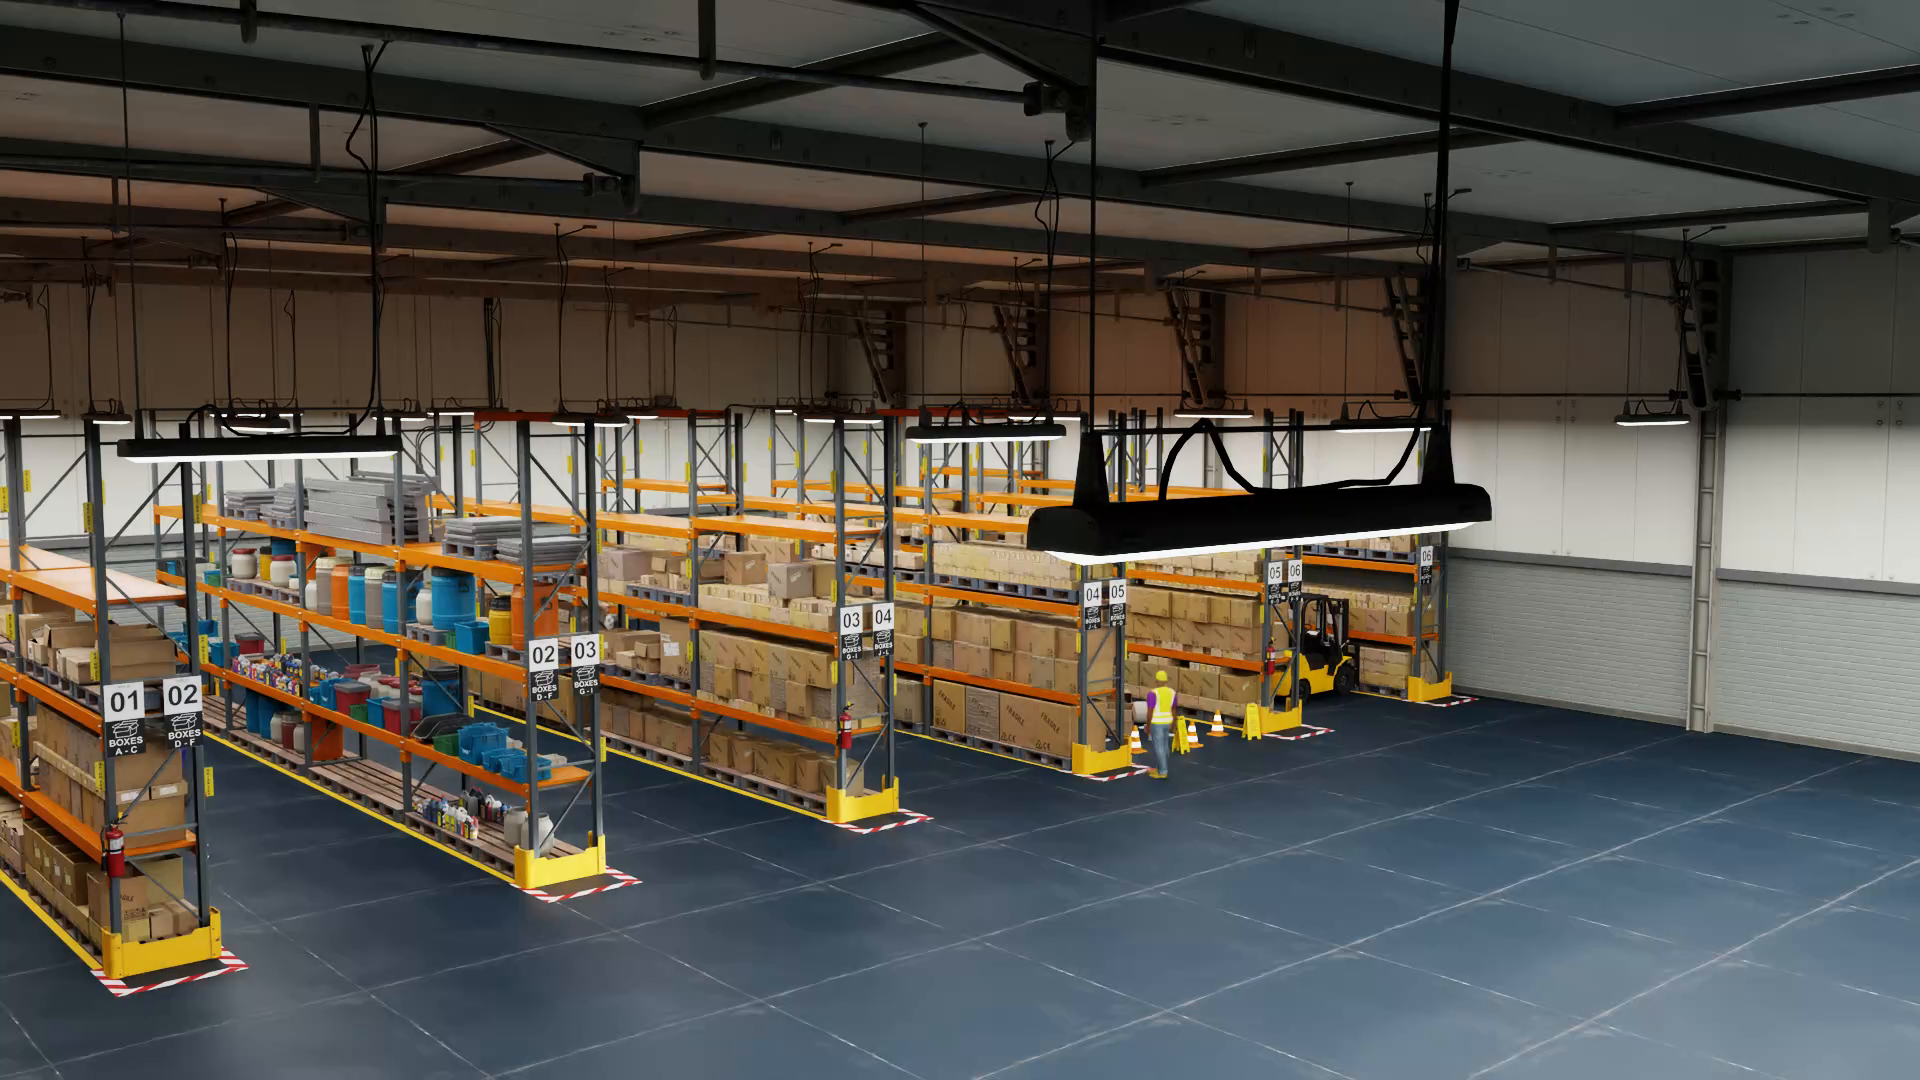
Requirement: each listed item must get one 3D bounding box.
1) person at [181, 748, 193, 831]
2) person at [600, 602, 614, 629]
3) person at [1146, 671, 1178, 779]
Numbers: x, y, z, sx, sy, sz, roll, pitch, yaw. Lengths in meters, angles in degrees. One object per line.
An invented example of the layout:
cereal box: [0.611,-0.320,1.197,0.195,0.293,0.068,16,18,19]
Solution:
person: [-11.338,3.419,24.070,0.371,1.668,0.503,-1,5,-15]
person: [-7.776,2.233,36.650,0.538,1.716,1.104,-4,7,-42]
person: [3.270,3.033,27.511,0.585,1.779,0.536,-4,6,-38]
